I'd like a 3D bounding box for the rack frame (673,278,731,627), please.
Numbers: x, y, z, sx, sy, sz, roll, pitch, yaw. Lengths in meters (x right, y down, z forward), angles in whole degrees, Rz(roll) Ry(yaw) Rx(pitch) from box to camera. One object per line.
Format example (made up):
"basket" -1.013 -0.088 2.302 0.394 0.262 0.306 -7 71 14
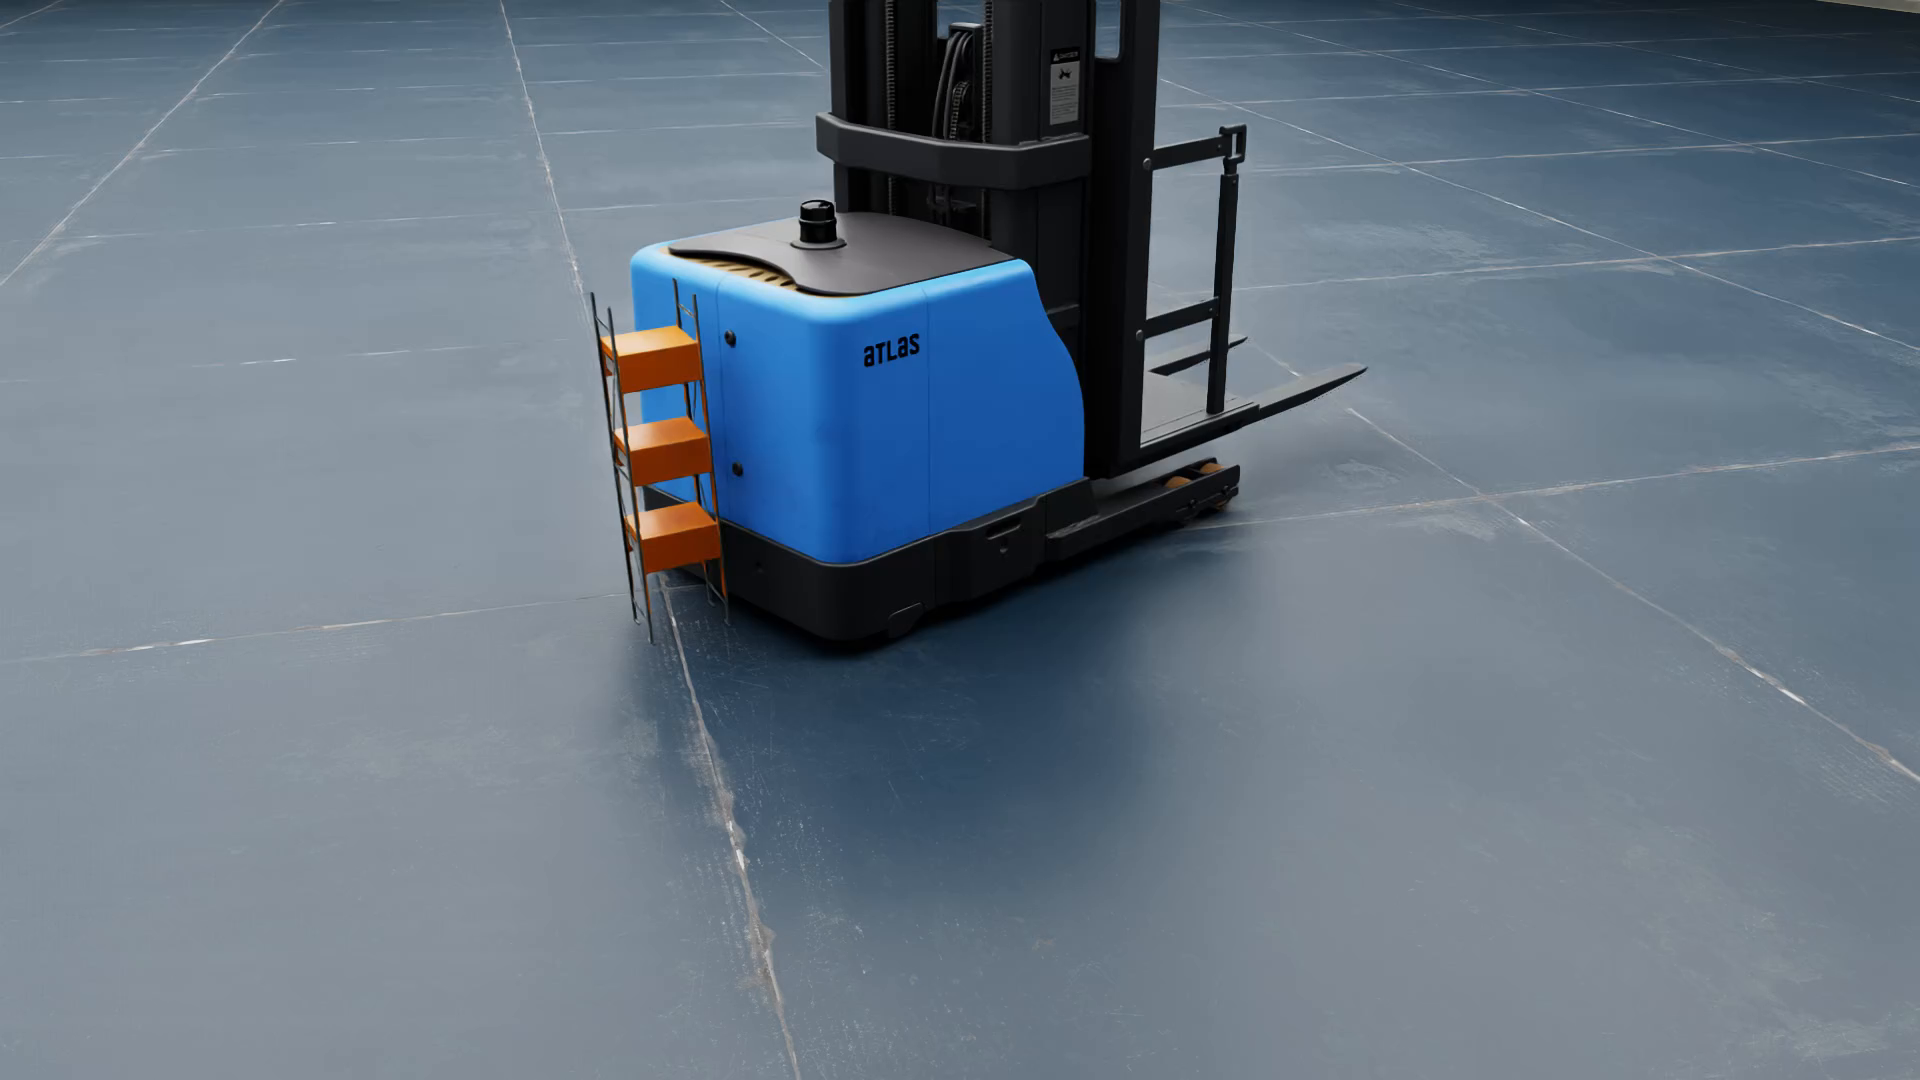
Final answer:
"rack frame" -0.769 -0.247 4.969 0.008 1.050 0.200 -13 26 -23

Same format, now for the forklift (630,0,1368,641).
"forklift" 0.368 -1.533 5.606 3.031 2.935 1.130 -21 31 -40

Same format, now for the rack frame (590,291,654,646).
"rack frame" -0.988 -0.196 4.875 0.008 1.050 0.200 -13 26 -23

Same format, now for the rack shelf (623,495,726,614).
"rack shelf" -0.868 0.041 5.040 0.240 0.259 0.215 -13 26 -23

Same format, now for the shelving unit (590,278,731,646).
"shelving unit" -0.879 -0.221 4.922 0.252 1.050 0.215 -13 26 -23

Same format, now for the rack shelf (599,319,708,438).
"rack shelf" -0.889 -0.470 4.809 0.240 0.259 0.215 -13 26 -23

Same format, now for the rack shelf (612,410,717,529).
"rack shelf" -0.878 -0.212 4.926 0.240 0.259 0.215 -13 26 -23
